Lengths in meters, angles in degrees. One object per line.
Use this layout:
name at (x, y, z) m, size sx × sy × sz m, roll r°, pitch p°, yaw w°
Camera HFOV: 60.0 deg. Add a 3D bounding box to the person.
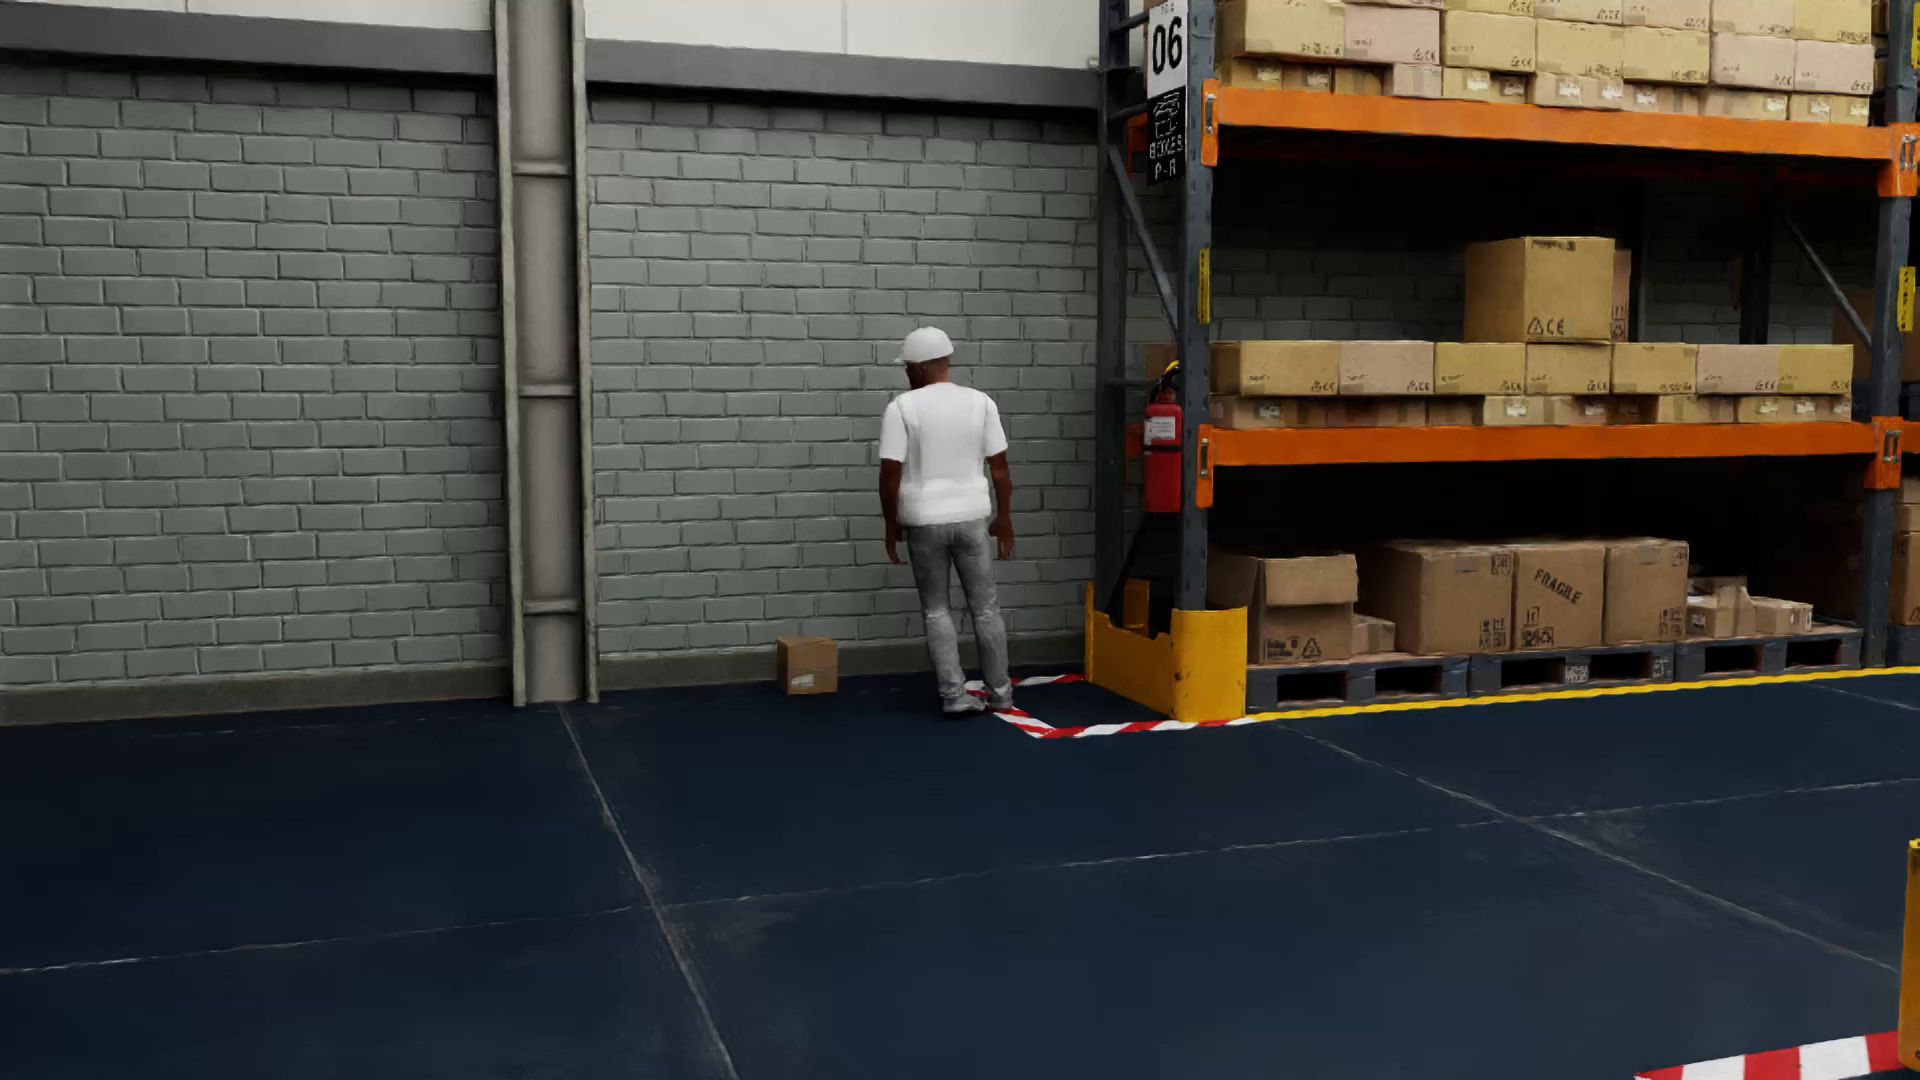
person at (-0.057, -0.086, 7.565) m, size 0.675 × 1.752 × 0.463 m, roll -1°, pitch 6°, yaw -12°
